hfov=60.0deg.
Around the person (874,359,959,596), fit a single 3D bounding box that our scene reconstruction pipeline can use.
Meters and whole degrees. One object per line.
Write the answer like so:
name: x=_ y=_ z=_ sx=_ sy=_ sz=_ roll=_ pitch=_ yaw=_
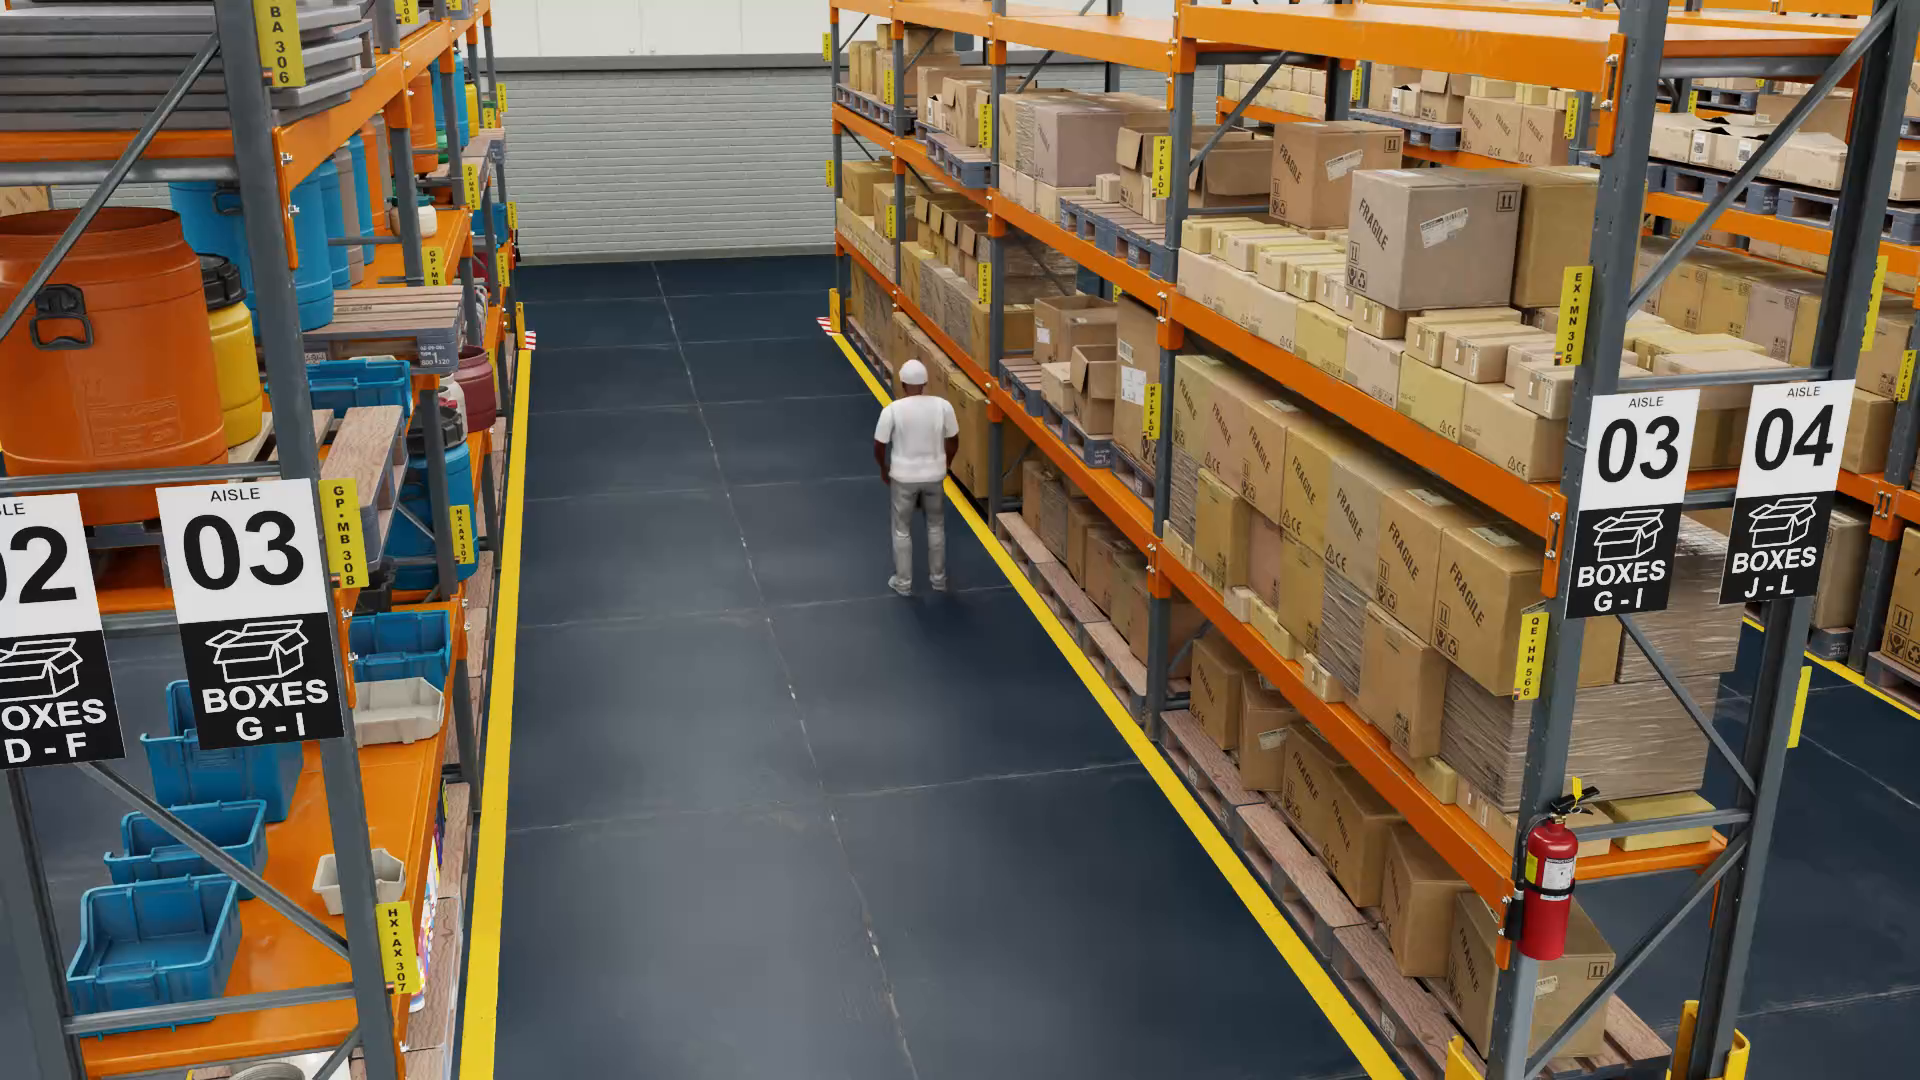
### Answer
person: x=-0.329 y=-0.480 z=12.407 sx=0.636 sy=1.756 sz=0.434 roll=-4 pitch=20 yaw=-12
